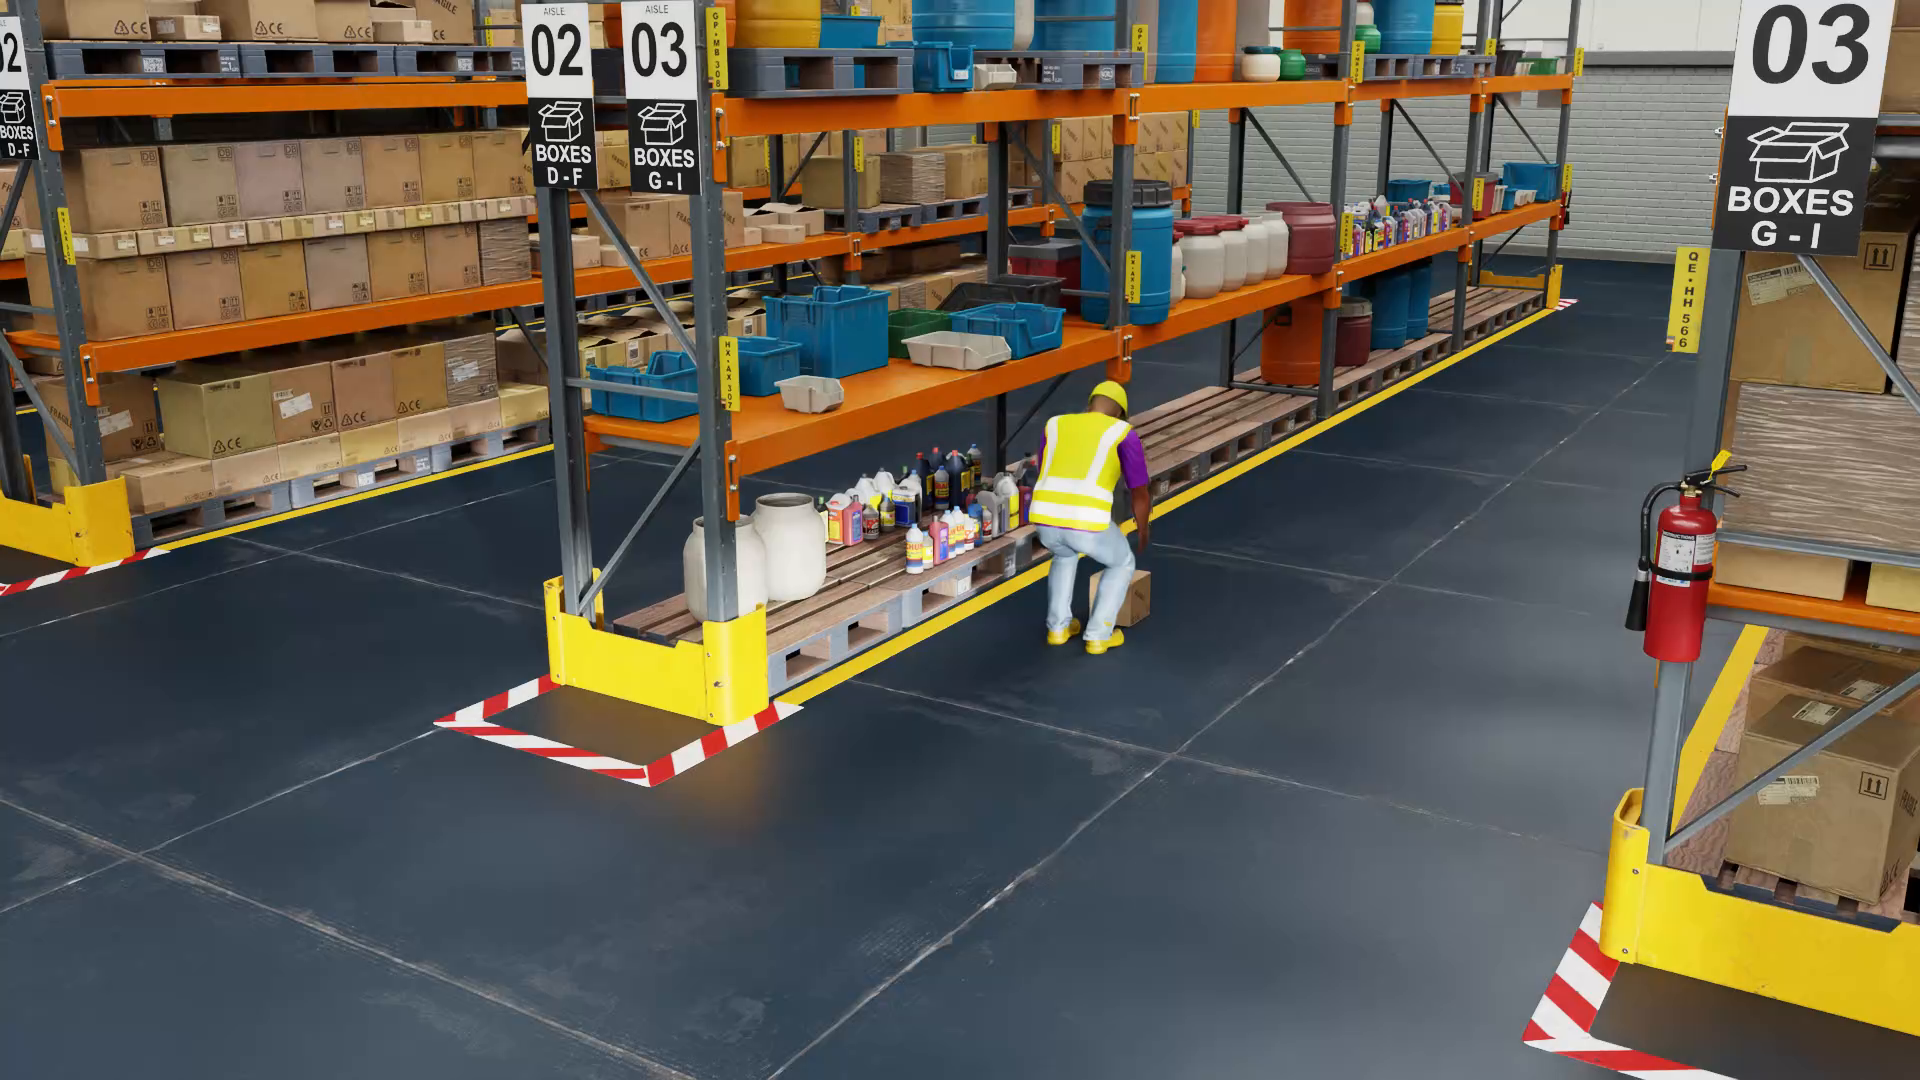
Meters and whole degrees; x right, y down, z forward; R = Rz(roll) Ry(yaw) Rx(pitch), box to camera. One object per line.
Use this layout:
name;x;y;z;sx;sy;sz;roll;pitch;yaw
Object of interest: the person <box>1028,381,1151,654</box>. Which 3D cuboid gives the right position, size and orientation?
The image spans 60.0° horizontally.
person;0.644;-0.127;8.696;0.631;1.343;0.792;10;19;30
